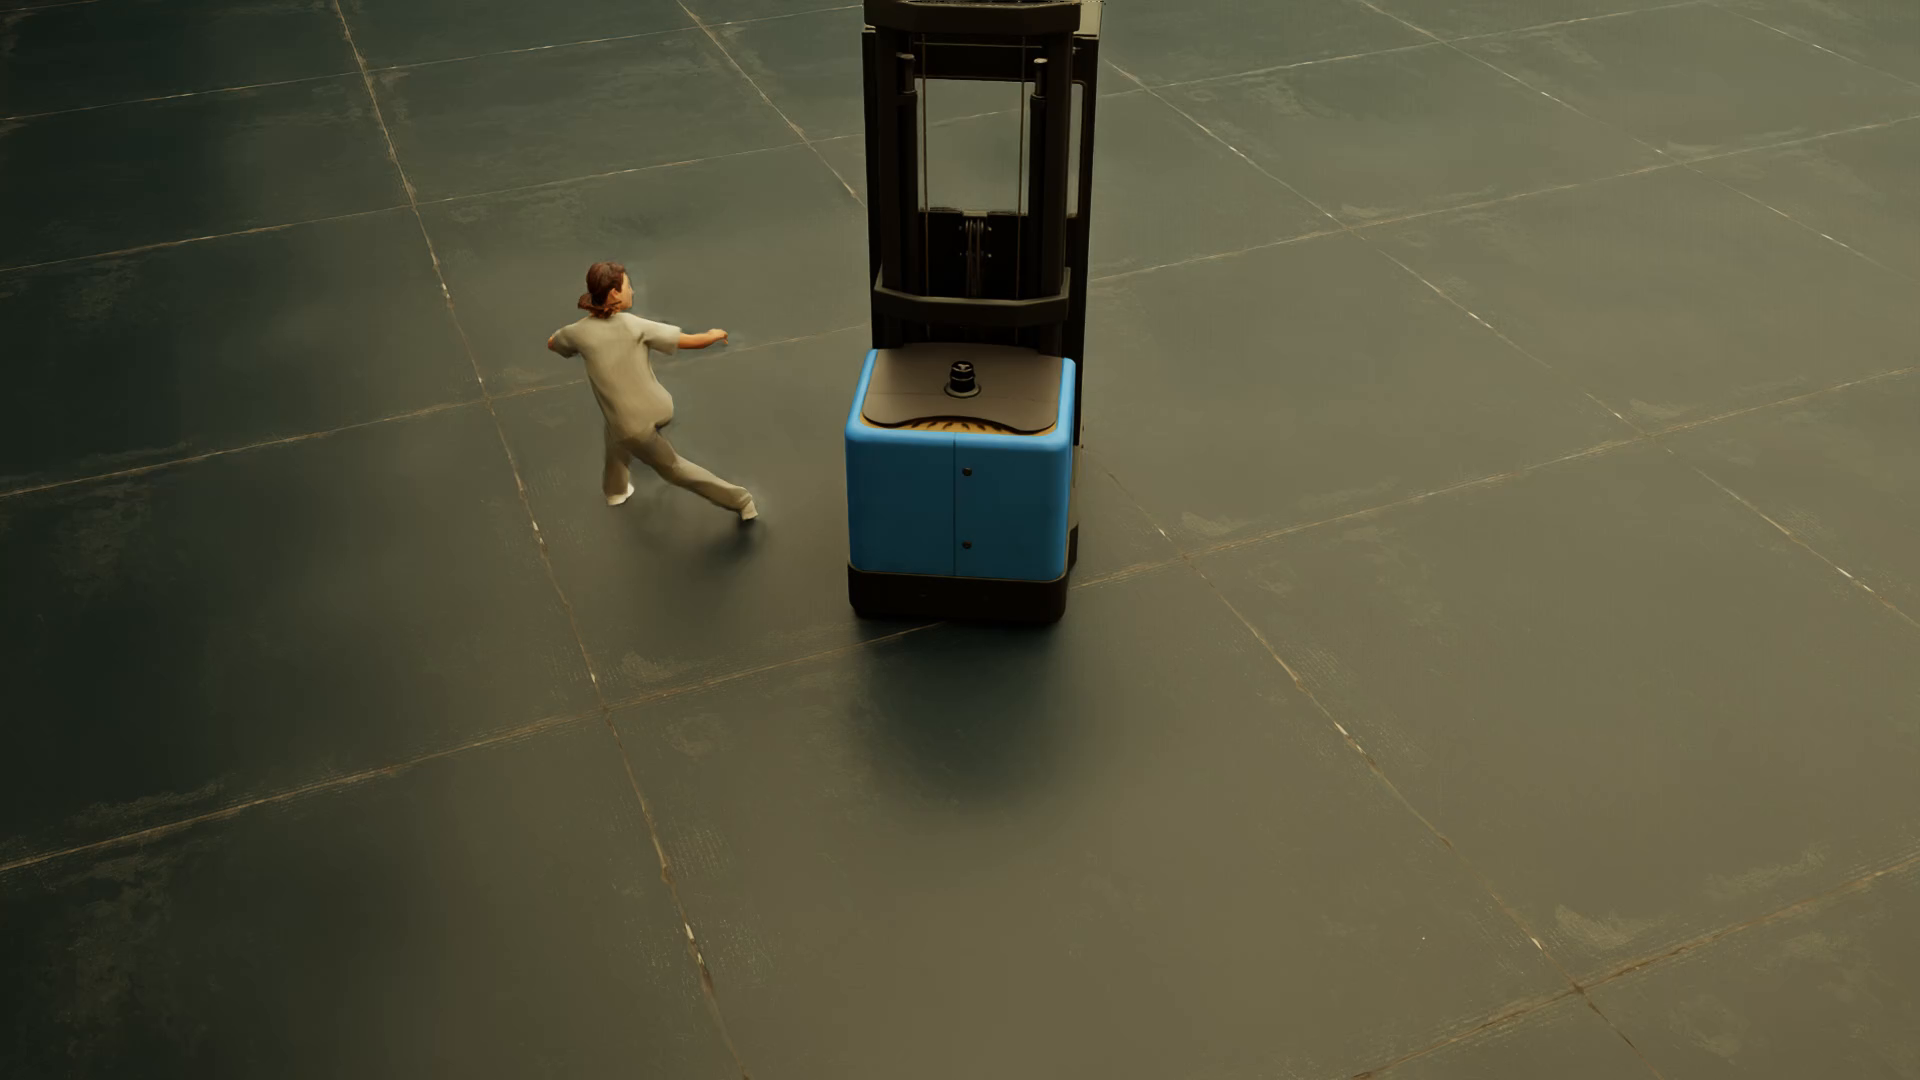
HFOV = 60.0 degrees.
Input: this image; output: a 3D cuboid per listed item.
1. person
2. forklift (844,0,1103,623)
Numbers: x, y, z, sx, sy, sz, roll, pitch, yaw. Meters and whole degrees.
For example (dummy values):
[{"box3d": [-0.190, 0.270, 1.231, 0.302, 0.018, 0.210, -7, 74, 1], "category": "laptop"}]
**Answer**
[{"box3d": [-1.573, -0.764, 8.473, 0.858, 1.445, 0.969, -19, 40, -25], "category": "person"}, {"box3d": [0.117, -1.637, 8.401, 1.130, 2.935, 3.031, 3, 36, 4], "category": "forklift"}]
